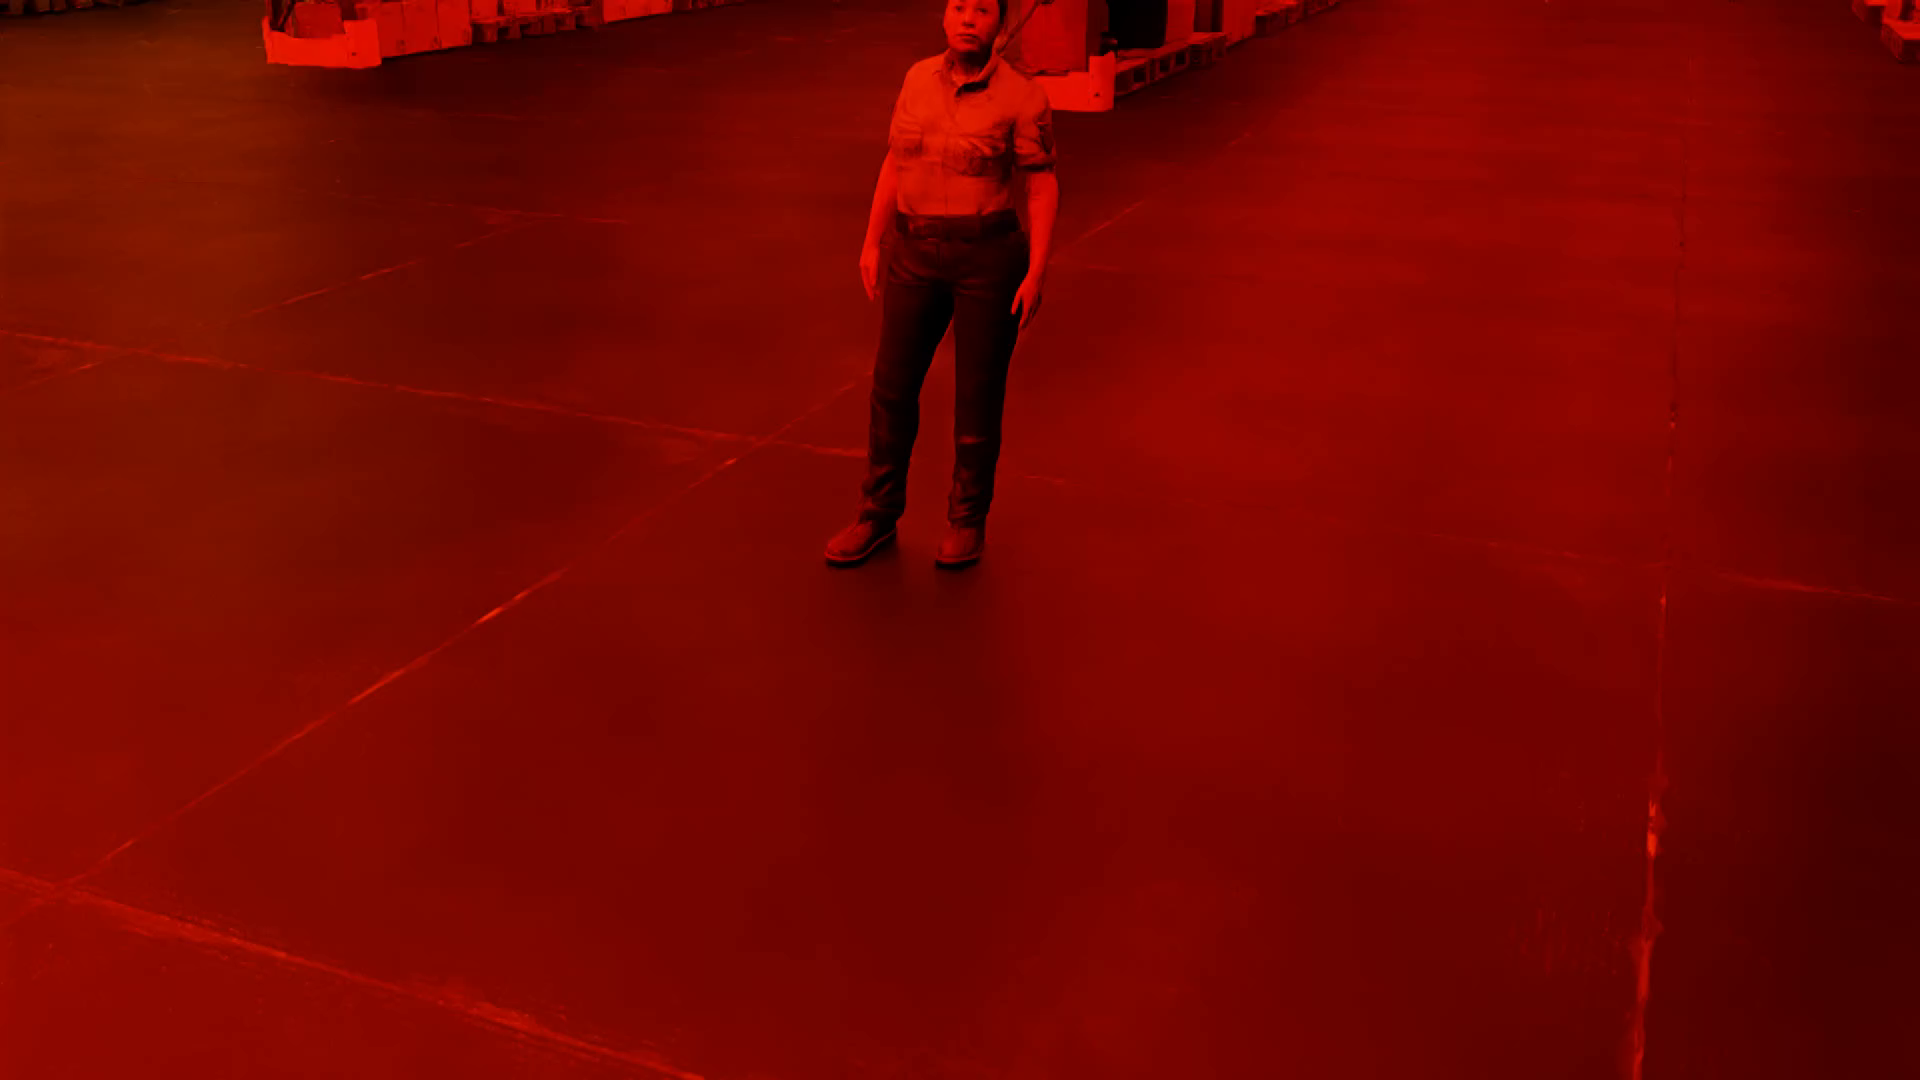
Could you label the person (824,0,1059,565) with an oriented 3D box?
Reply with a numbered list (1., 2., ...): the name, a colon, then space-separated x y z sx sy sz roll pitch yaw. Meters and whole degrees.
1. person: -0.056 -0.733 4.705 0.599 1.640 0.501 9 24 21
